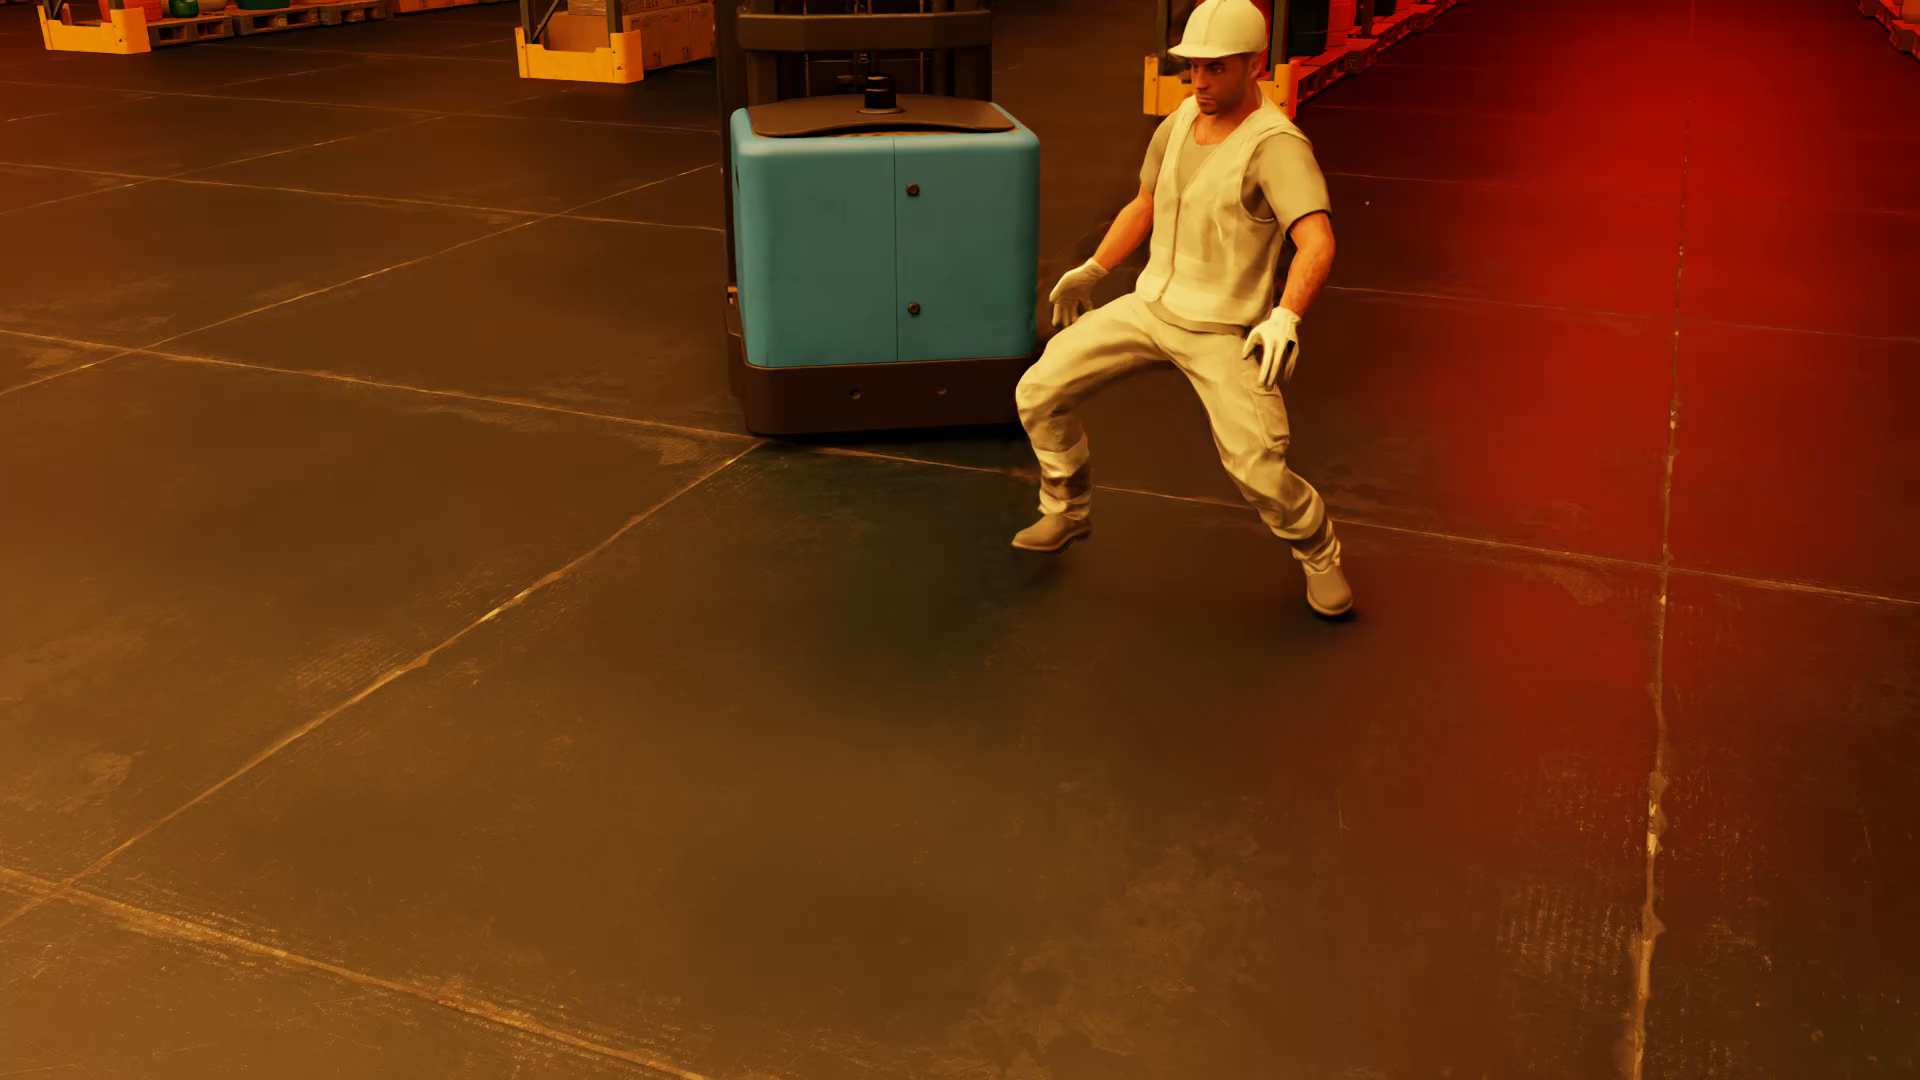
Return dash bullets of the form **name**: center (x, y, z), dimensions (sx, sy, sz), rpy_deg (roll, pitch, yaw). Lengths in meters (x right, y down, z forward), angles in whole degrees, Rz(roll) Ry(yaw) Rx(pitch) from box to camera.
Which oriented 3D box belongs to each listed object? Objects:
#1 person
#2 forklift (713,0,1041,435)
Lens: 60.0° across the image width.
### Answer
- **person**: center (0.657, -0.618, 4.446), dimensions (0.727, 1.606, 0.996), rpy_deg (-15, 27, -32)
- **forklift**: center (-0.456, -2.253, 6.682), dimensions (1.130, 2.935, 3.031), rpy_deg (-4, 23, -8)
